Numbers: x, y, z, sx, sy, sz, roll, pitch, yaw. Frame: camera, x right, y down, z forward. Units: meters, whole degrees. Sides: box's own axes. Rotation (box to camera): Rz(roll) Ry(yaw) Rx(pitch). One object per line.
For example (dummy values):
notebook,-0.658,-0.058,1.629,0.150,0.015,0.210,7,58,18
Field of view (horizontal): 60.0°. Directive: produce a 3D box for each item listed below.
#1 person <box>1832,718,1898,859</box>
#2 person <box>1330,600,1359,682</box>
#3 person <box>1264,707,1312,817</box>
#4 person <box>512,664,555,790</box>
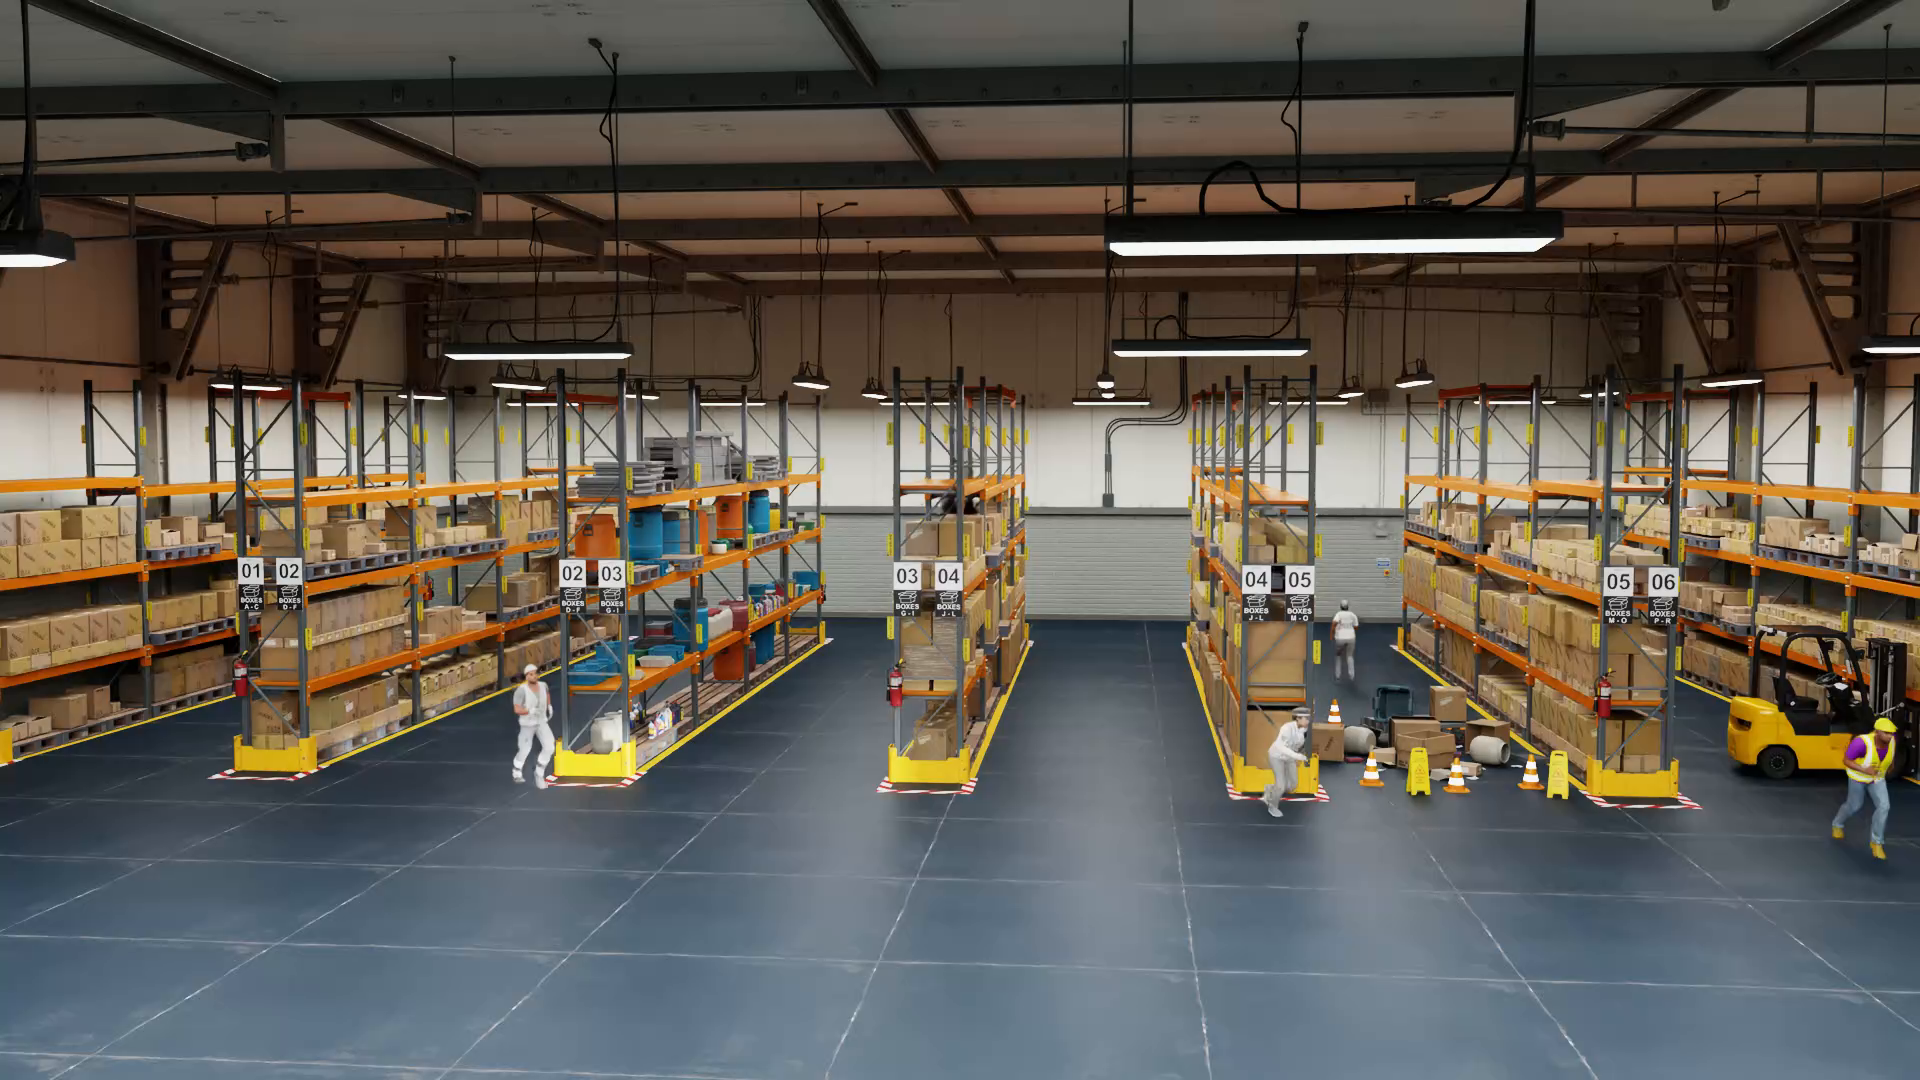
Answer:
person,10.938,2.946,20.105,0.747,1.714,1.047,0,4,-6
person,7.796,2.093,33.717,0.616,1.743,0.751,0,4,0
person,4.338,2.909,21.881,0.636,1.493,0.772,-3,5,-38
person,-6.038,2.640,23.592,0.671,1.784,0.878,-3,5,-39
